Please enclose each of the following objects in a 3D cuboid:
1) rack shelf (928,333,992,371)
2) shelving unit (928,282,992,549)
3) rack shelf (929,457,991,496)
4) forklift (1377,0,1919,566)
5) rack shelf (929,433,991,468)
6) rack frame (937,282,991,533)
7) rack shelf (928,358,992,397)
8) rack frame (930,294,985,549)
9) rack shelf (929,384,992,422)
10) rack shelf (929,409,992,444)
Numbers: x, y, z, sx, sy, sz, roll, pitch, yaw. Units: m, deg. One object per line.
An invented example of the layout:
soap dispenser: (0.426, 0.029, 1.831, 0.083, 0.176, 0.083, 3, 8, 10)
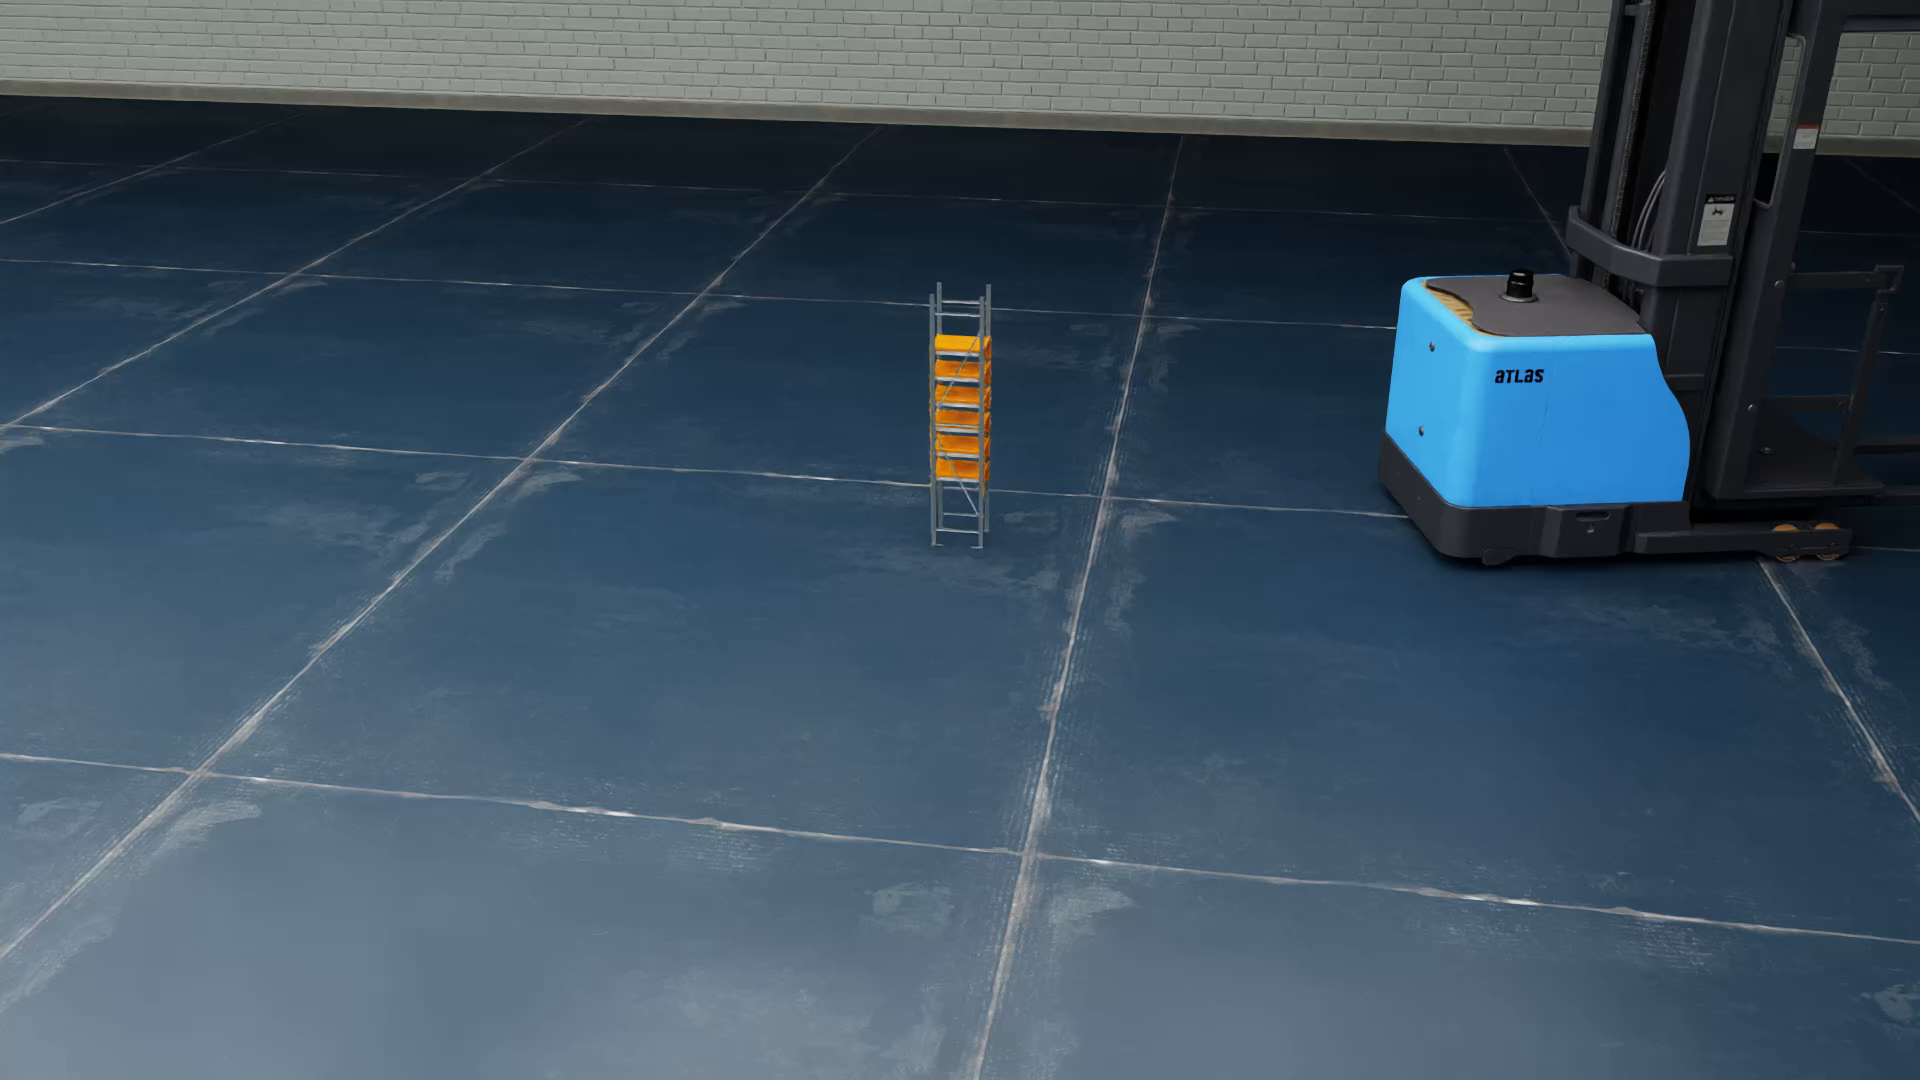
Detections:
rack shelf: (0.002, -0.835, 7.375, 0.258, 0.103, 0.180, 4, 25, 9)
shelving unit: (0.002, -0.549, 7.509, 0.258, 1.200, 0.189, 4, 25, 9)
rack shelf: (0.002, -0.292, 7.629, 0.258, 0.103, 0.180, 4, 25, 9)
forklift: (3.619, -1.452, 7.394, 3.031, 2.935, 1.130, -2, 25, -4)
rack shelf: (0.002, -0.401, 7.578, 0.258, 0.103, 0.180, 4, 25, 9)
rack frame: (0.017, -0.588, 7.590, 0.240, 1.200, 0.006, 4, 25, 9)
rack shelf: (0.002, -0.727, 7.426, 0.258, 0.103, 0.180, 4, 25, 9)
rack frame: (-0.013, -0.511, 7.427, 0.240, 1.200, 0.006, 4, 25, 9)
rack shelf: (0.002, -0.618, 7.477, 0.258, 0.103, 0.180, 4, 25, 9)
rack shelf: (0.002, -0.509, 7.527, 0.258, 0.103, 0.180, 4, 25, 9)
